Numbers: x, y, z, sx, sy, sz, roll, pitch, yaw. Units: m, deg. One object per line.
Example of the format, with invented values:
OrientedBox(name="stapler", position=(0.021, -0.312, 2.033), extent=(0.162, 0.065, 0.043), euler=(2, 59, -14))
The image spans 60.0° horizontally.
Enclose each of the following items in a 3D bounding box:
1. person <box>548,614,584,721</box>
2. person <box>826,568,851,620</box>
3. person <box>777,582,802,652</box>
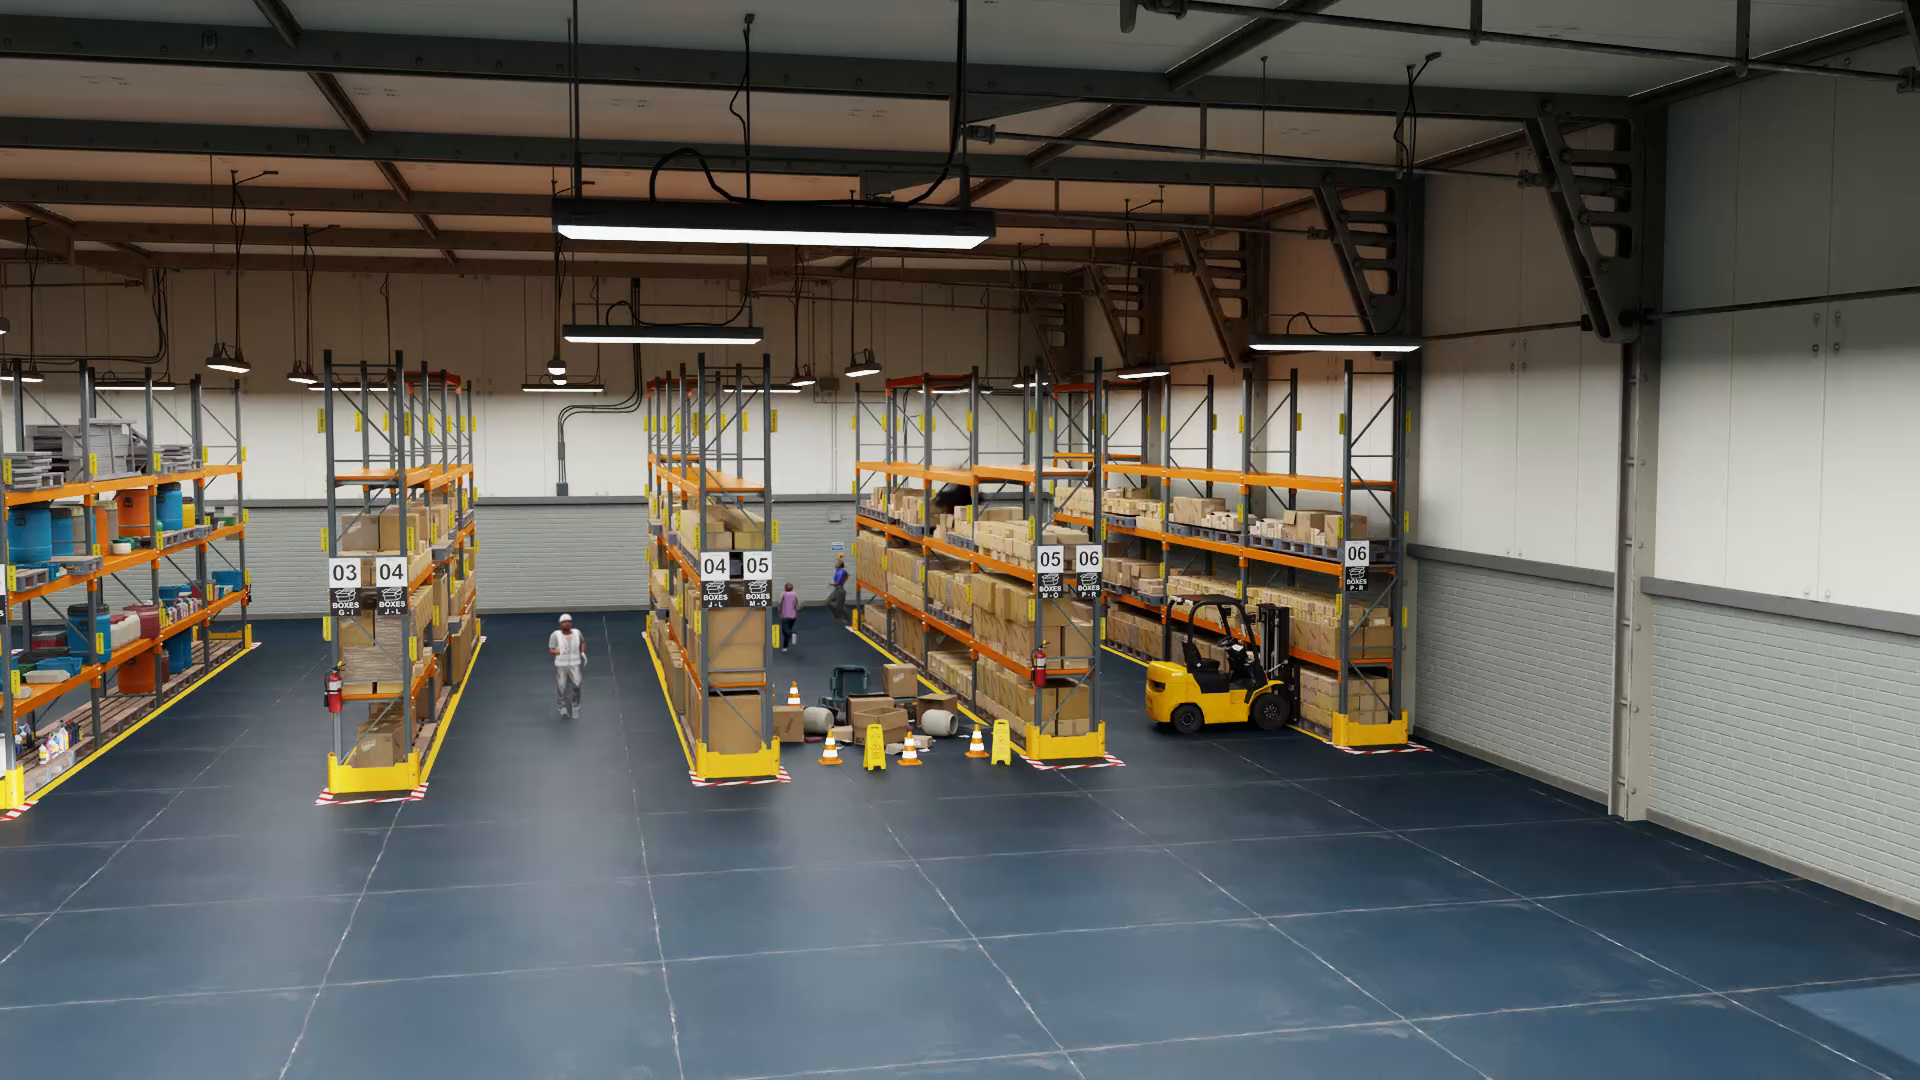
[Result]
OrientedBox(name="person", position=(-6.660, 2.154, 28.196), extent=(0.625, 1.810, 0.652), euler=(-2, 4, -21))
OrientedBox(name="person", position=(-3.013, 1.357, 41.520), extent=(0.625, 1.338, 0.528), euler=(-1, 4, -14))
OrientedBox(name="person", position=(-3.714, 1.718, 36.376), extent=(0.556, 1.574, 0.749), euler=(-2, 4, -26))
